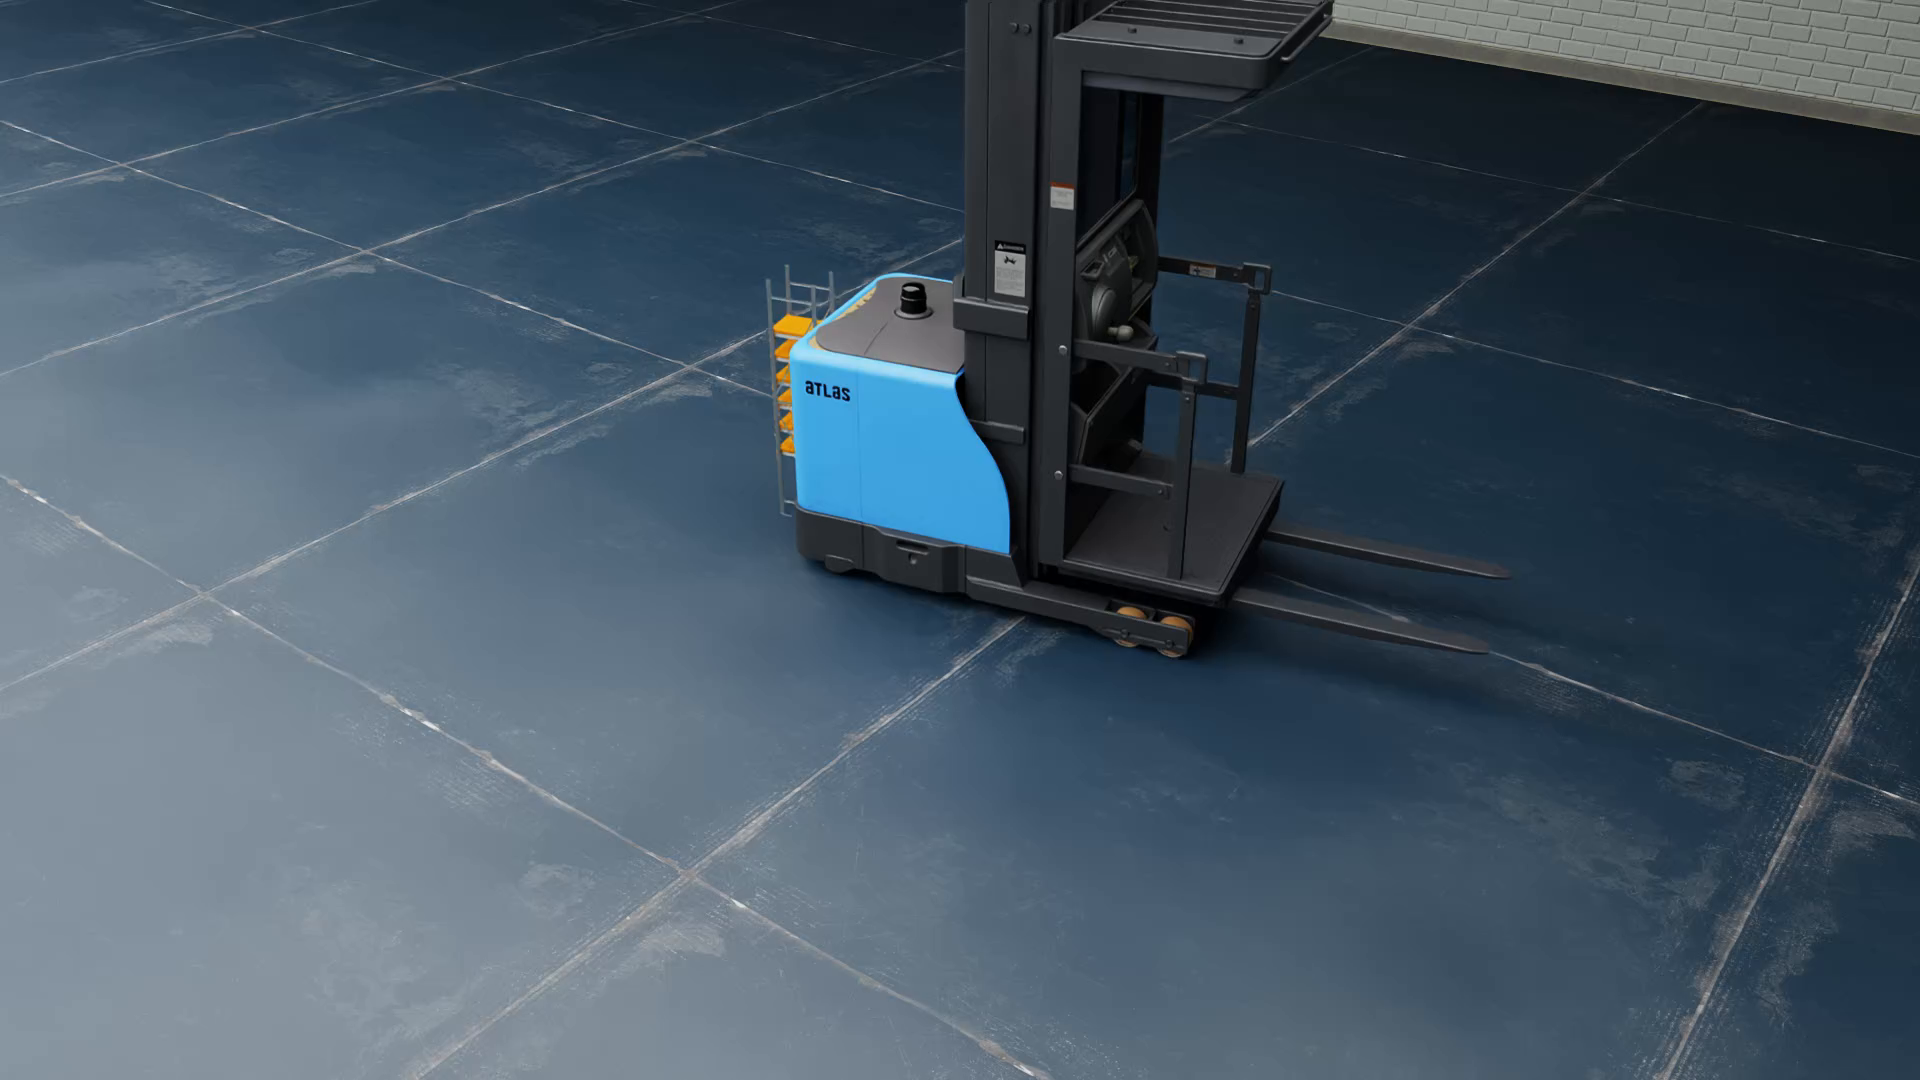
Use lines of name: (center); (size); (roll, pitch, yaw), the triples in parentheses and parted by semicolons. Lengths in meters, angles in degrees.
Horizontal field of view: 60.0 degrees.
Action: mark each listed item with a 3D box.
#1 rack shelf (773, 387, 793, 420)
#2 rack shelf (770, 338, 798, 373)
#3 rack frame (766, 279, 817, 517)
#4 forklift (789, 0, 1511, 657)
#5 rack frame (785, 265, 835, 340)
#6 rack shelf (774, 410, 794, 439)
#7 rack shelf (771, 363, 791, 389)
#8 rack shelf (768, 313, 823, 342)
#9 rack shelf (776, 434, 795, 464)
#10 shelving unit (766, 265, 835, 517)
rack shelf: (-0.710, -0.619, 7.705); (0.258, 0.103, 0.180); (11, 33, 19)
rack shelf: (-0.710, -0.825, 7.582); (0.258, 0.103, 0.180); (11, 33, 19)
rack frame: (-0.744, -0.614, 7.609); (0.240, 1.200, 0.006); (11, 33, 19)
forklift: (0.825, -1.081, 6.700); (3.031, 2.935, 1.130); (12, 33, 20)
rack frame: (-0.676, -0.701, 7.755); (0.240, 1.200, 0.006); (11, 33, 19)
rack shelf: (-0.710, -0.516, 7.766); (0.258, 0.103, 0.180); (11, 33, 19)
rack shelf: (-0.710, -0.722, 7.643); (0.258, 0.103, 0.180); (11, 33, 19)
rack shelf: (-0.710, -0.929, 7.521); (0.258, 0.103, 0.180); (11, 33, 19)
rack shelf: (-0.710, -0.412, 7.827); (0.258, 0.103, 0.180); (11, 33, 19)
shelving unit: (-0.710, -0.657, 7.682); (0.258, 1.200, 0.189); (11, 33, 19)
